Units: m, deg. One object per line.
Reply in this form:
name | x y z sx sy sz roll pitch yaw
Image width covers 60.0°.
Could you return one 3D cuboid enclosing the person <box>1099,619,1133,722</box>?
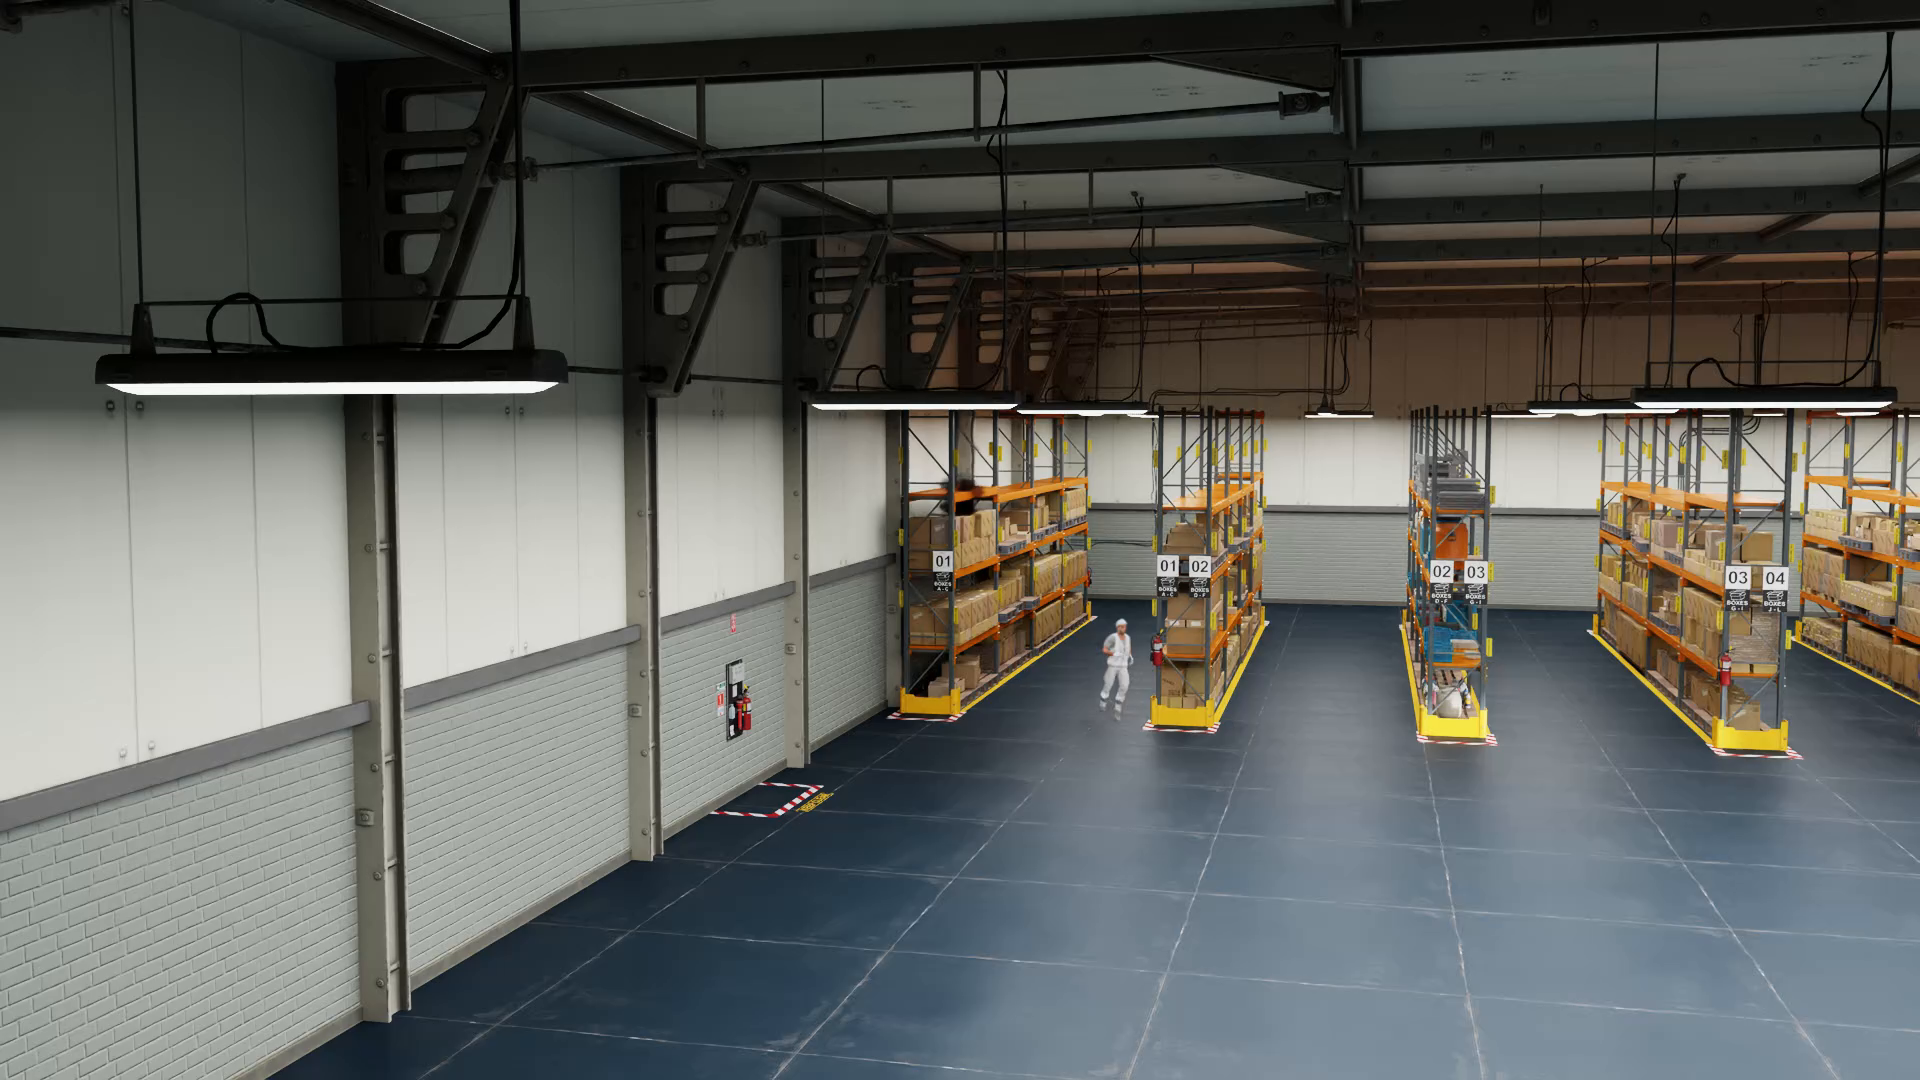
person | 2.920 2.386 30.701 0.712 1.869 0.721 -2 4 -22
